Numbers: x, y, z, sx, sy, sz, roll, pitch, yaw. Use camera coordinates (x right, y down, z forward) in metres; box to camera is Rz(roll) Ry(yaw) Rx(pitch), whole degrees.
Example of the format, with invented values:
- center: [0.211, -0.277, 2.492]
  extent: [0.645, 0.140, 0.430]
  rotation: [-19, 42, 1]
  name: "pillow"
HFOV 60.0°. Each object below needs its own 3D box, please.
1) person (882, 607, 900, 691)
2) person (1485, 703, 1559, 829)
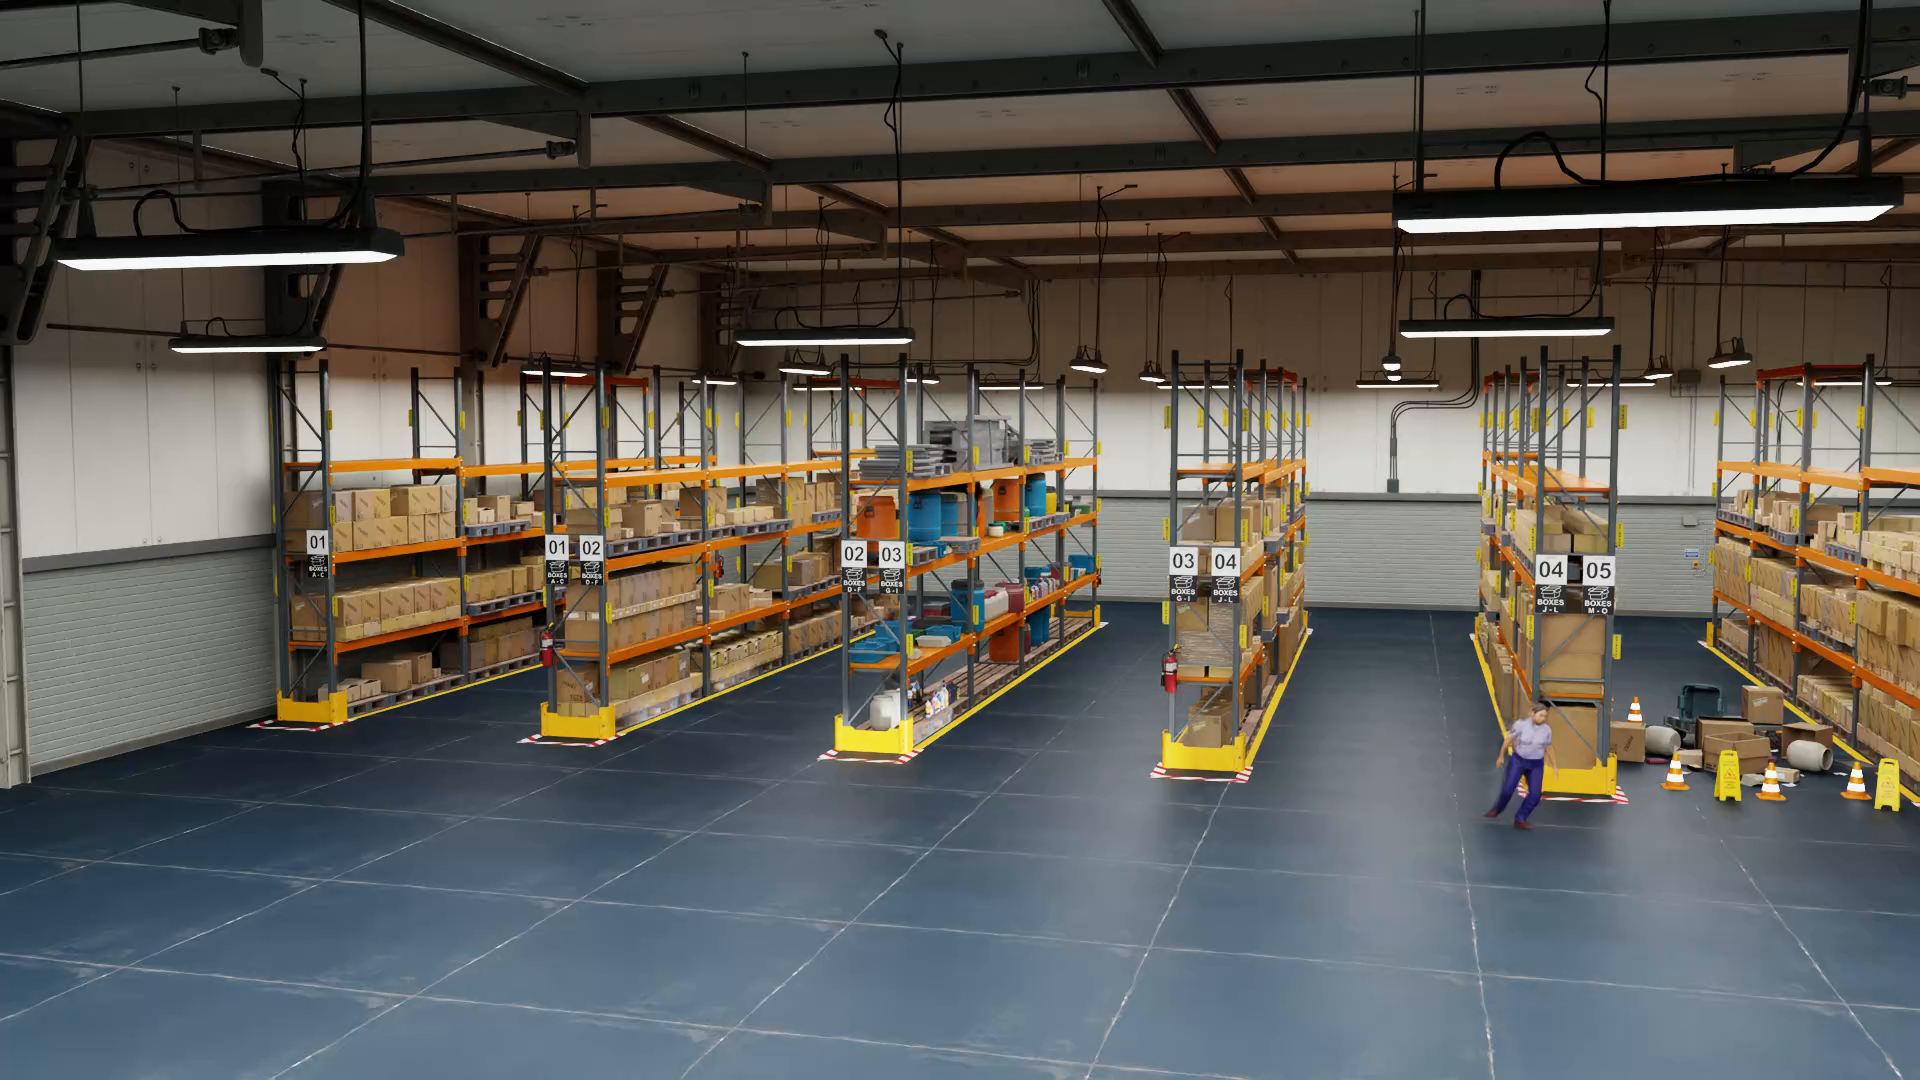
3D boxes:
- center: [-1.217, 2.023, 30.049]
  extent: [0.586, 1.647, 0.673]
  rotation: [-1, 4, -12]
  name: "person"
- center: [6.899, 2.750, 20.408]
  extent: [0.770, 1.568, 0.612]
  rotation: [0, 4, -1]
  name: "person"
